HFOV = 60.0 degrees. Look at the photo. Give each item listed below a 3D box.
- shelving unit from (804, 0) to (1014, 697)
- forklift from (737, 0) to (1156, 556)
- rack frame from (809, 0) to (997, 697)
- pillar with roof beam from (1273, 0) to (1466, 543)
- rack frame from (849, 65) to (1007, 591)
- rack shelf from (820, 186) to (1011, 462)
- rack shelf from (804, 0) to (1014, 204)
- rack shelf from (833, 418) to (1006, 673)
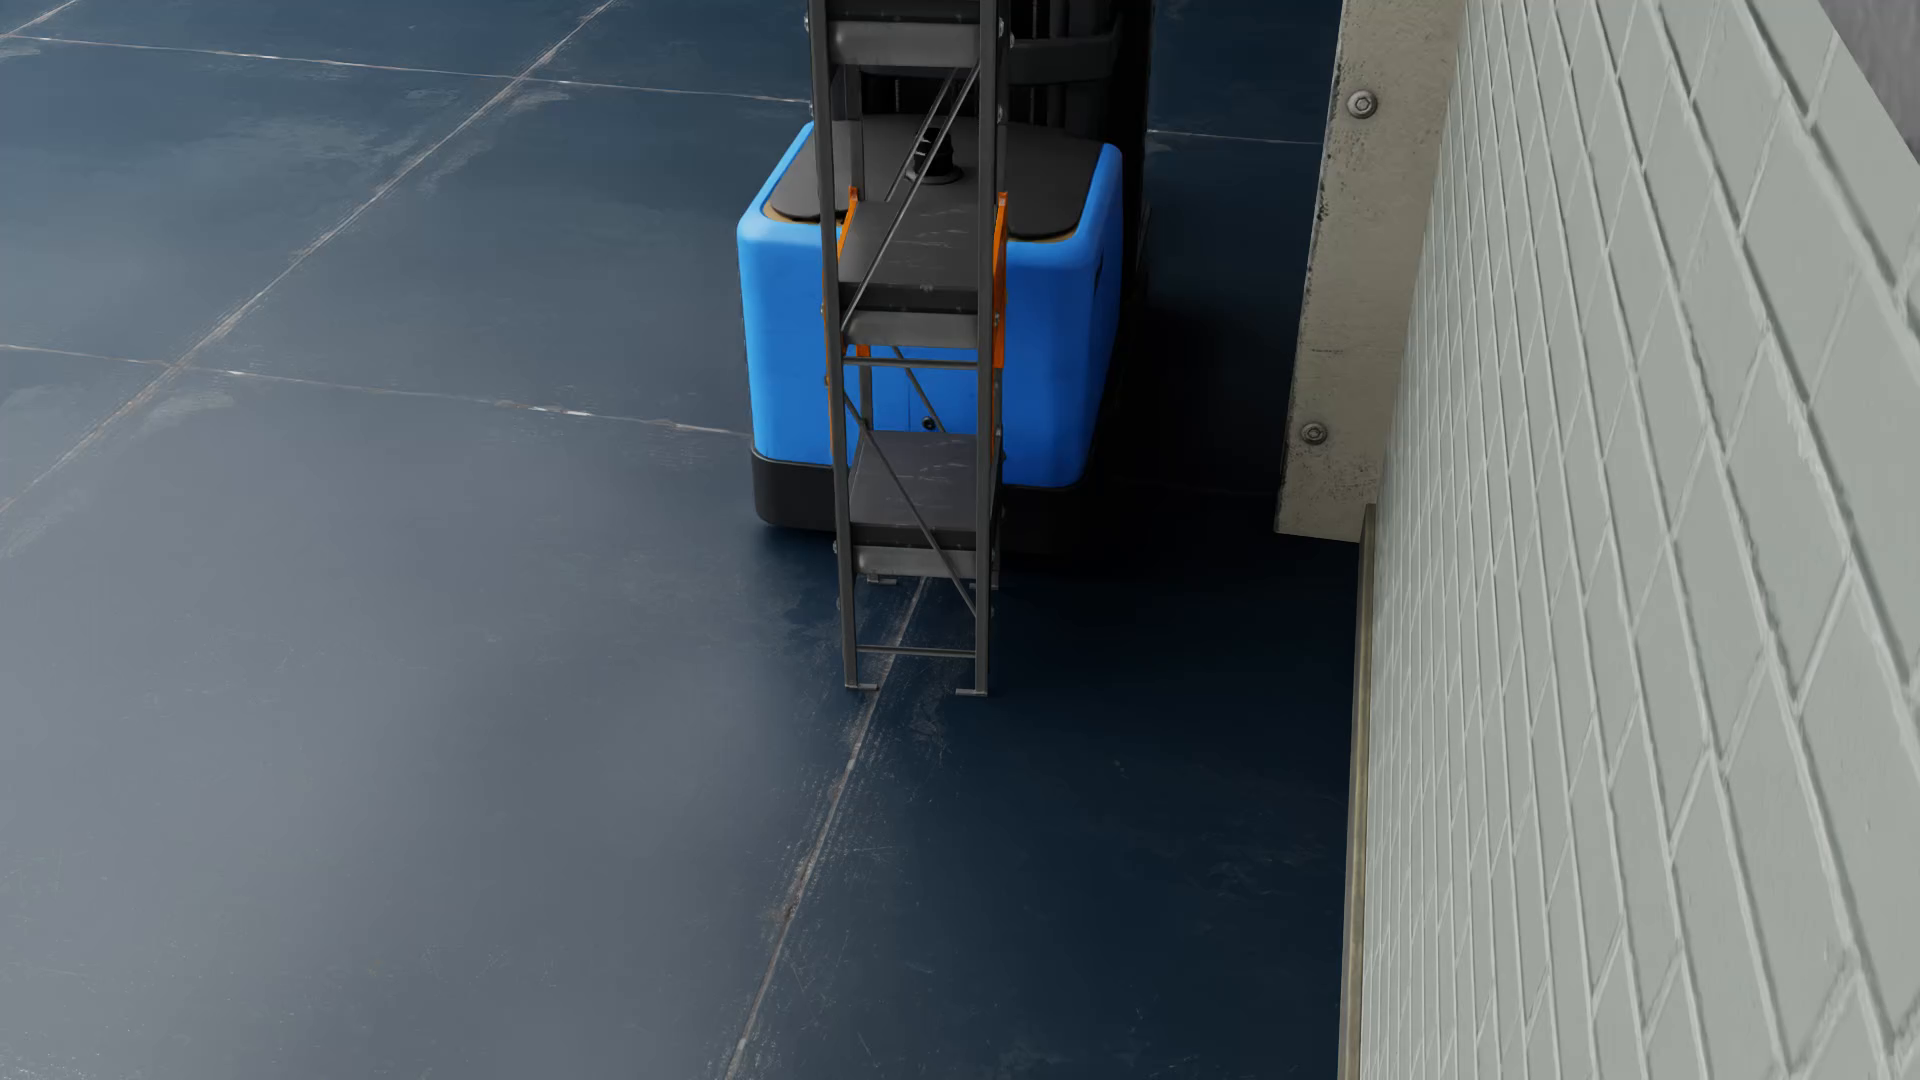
[{"bbox_3d":[-0.102,-0.569,4.245,0.431,2.100,0.503,3,36,4],"label":"shelving unit"},{"bbox_3d":[0.127,-2.000,5.512,1.130,2.935,3.031,6,36,9],"label":"forklift"},{"bbox_3d":[-0.122,-0.426,4.048,0.400,2.100,0.015,3,36,4],"label":"rack frame"},{"bbox_3d":[-3.018,-4.303,3.520,9.100,9.000,0.400,7,37,10],"label":"pillar with roof beam"},{"bbox_3d":[-0.082,-0.711,4.442,0.400,2.100,0.015,3,36,4],"label":"rack frame"},{"bbox_3d":[-0.102,-0.558,4.253,0.431,0.518,0.480,3,36,4],"label":"rack shelf"},{"bbox_3d":[-0.102,-1.124,3.842,0.431,0.518,0.480,3,36,4],"label":"rack shelf"},{"bbox_3d":[-0.102,0.009,4.664,0.431,0.518,0.480,3,36,4],"label":"rack shelf"}]
